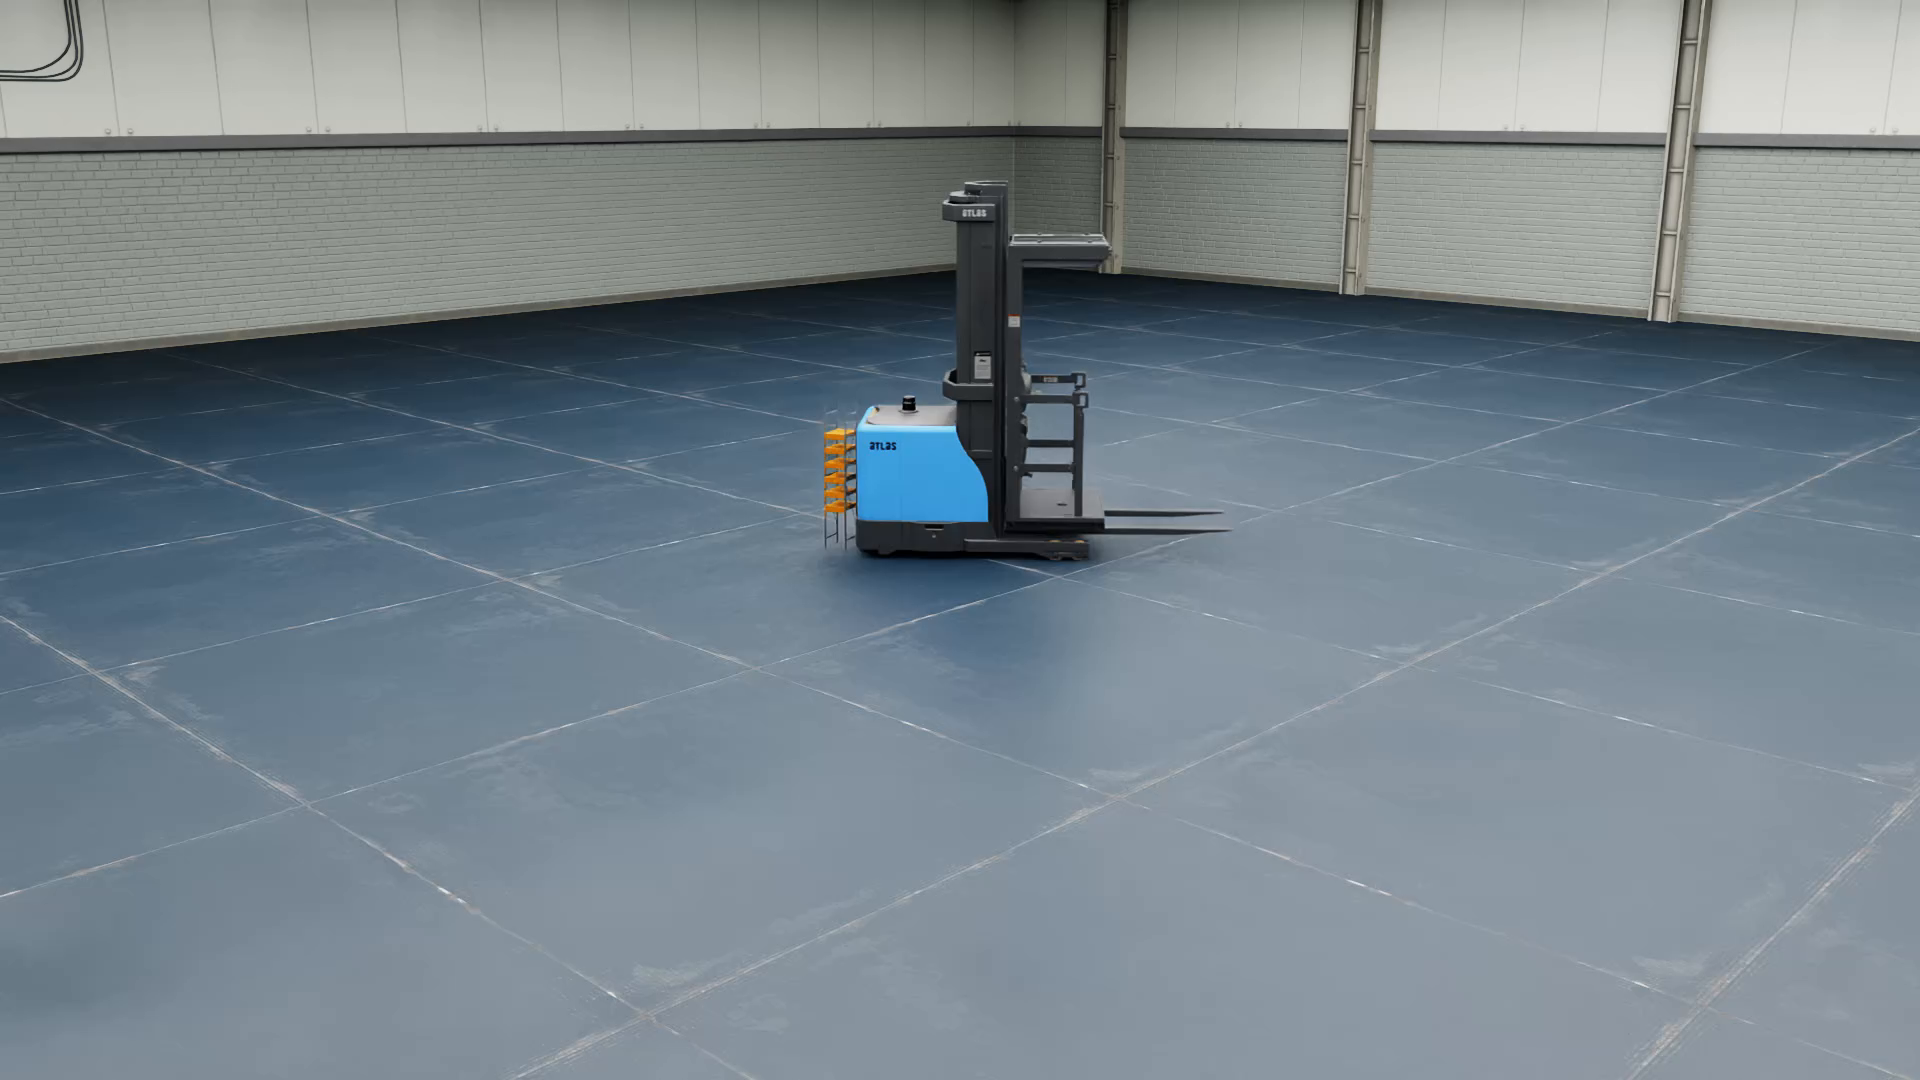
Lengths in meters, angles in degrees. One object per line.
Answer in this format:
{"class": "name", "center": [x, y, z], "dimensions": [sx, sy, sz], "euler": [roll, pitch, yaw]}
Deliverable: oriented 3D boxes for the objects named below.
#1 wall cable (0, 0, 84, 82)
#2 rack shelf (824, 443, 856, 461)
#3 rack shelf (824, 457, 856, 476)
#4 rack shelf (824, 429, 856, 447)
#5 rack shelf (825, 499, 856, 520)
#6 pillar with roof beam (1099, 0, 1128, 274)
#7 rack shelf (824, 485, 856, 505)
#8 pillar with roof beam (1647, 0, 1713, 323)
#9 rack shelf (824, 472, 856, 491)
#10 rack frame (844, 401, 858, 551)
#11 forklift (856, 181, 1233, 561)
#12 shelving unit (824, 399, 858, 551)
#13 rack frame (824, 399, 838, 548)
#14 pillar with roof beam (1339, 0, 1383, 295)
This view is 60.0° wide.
{"class": "wall cable", "center": [-13.186, -8.579, 22.264], "dimensions": [0.169, 6.003, 2.305], "euler": [14, 20, 42]}
{"class": "rack shelf", "center": [-0.966, -0.718, 13.521], "dimensions": [0.180, 0.103, 0.258], "euler": [6, 15, 21]}
{"class": "rack shelf", "center": [-0.967, -0.602, 13.550], "dimensions": [0.180, 0.103, 0.258], "euler": [6, 15, 21]}
{"class": "rack shelf", "center": [-0.964, -0.835, 13.492], "dimensions": [0.180, 0.103, 0.258], "euler": [6, 15, 21]}
{"class": "rack shelf", "center": [-0.973, -0.252, 13.637], "dimensions": [0.180, 0.103, 0.258], "euler": [6, 15, 21]}
{"class": "pillar with roof beam", "center": [0.292, -9.393, 32.135], "dimensions": [0.400, 9.000, 9.100], "euler": [14, 20, 42]}
{"class": "rack shelf", "center": [-0.971, -0.369, 13.608], "dimensions": [0.180, 0.103, 0.258], "euler": [6, 15, 21]}
{"class": "pillar with roof beam", "center": [8.930, -7.293, 24.074], "dimensions": [0.400, 9.000, 9.100], "euler": [14, 20, 42]}
{"class": "rack shelf", "center": [-0.969, -0.485, 13.579], "dimensions": [0.180, 0.103, 0.258], "euler": [6, 15, 21]}
{"class": "rack frame", "center": [-0.884, -0.519, 13.535], "dimensions": [0.006, 1.200, 0.240], "euler": [6, 15, 21]}
{"class": "forklift", "center": [0.701, -1.386, 13.437], "dimensions": [3.031, 2.935, 1.130], "euler": [1, 15, 3]}
{"class": "shelving unit", "center": [-0.969, -0.529, 13.568], "dimensions": [0.189, 1.200, 0.258], "euler": [6, 15, 21]}
{"class": "rack frame", "center": [-1.053, -0.538, 13.602], "dimensions": [0.006, 1.200, 0.240], "euler": [6, 15, 21]}
{"class": "pillar with roof beam", "center": [4.611, -8.343, 28.104], "dimensions": [0.400, 9.000, 9.100], "euler": [14, 20, 42]}
